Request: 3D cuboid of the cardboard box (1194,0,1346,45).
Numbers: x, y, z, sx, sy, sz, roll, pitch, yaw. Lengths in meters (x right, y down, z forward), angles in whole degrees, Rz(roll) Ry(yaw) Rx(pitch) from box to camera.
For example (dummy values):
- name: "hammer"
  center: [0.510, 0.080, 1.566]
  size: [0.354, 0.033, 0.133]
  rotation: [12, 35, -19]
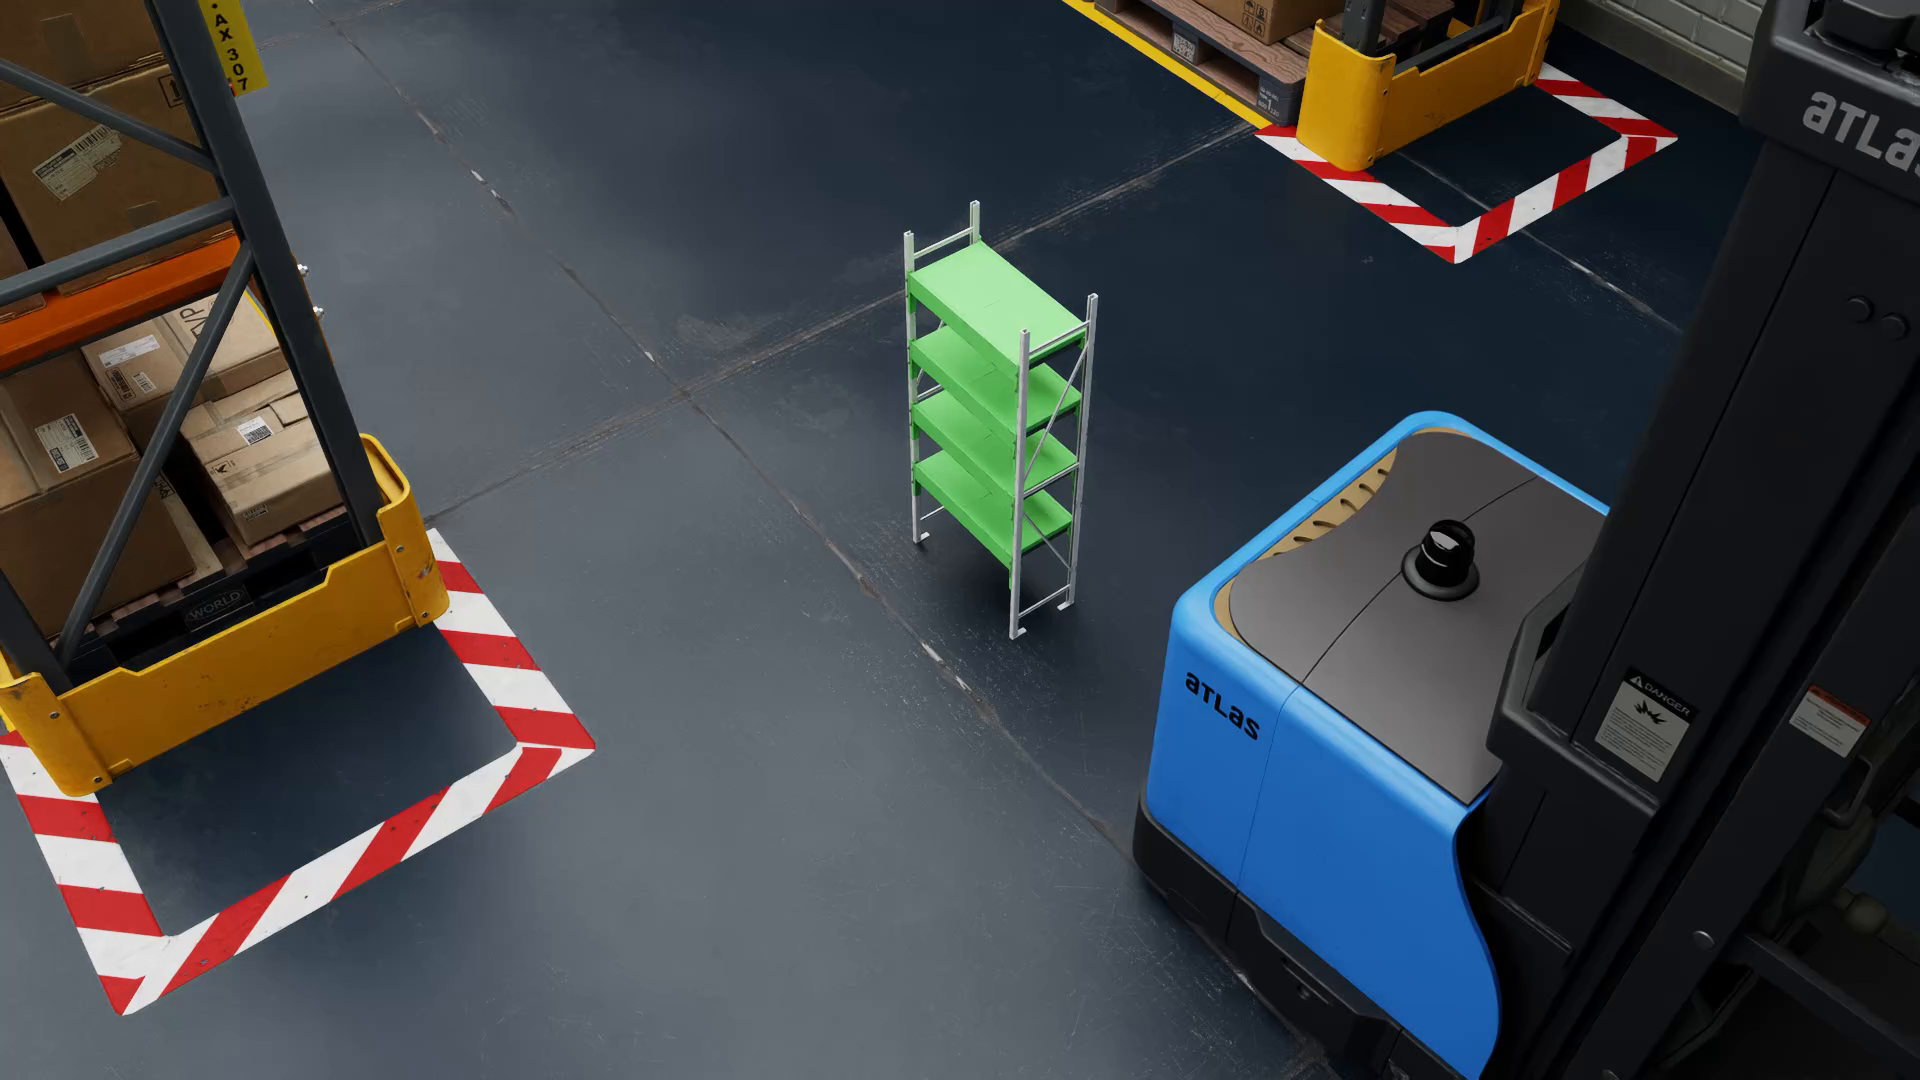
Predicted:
- name: "cardboard box"
  center: [1.383, -2.488, 6.884]
  size: [0.700, 0.500, 0.500]
  rotation: [-29, 54, -24]

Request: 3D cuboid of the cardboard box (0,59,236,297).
- name: "cardboard box"
  center: [-2.113, -1.007, 4.071]
  size: [0.500, 0.500, 0.500]
  rotation: [-28, 54, -23]

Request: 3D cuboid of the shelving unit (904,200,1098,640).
- name: "shelving unit"
  center: [0.100, -0.305, 4.717]
  size: [0.258, 1.200, 0.503]
  rotation: [-29, 54, -24]

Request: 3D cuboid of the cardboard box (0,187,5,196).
- name: "cardboard box"
  center: [-2.429, -1.309, 4.345]
  size: [0.500, 0.500, 0.500]
  rotation: [-30, 54, -24]

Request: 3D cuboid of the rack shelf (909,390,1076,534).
- name: "rack shelf"
  center: [0.100, -0.262, 4.764]
  size: [0.258, 0.148, 0.480]
  rotation: [-29, 54, -24]

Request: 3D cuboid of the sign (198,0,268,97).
- name: "sign"
  center: [-1.622, -1.128, 3.664]
  size: [0.100, 0.325, 0.005]
  rotation: [-29, 54, -24]

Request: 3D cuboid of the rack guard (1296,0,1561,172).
- name: "rack guard"
  center: [1.901, -1.965, 6.694]
  size: [1.175, 0.500, 0.348]
  rotation: [-29, 54, -24]

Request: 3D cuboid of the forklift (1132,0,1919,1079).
- name: "forklift"
  center: [1.835, 0.429, 2.883]
  size: [1.130, 2.935, 3.031]
  rotation: [-35, 57, -28]

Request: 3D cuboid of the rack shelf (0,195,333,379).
- name: "rack shelf"
  center: [-3.265, -1.532, 5.099]
  size: [1.077, 0.370, 4.000]
  rotation: [-29, 54, -24]

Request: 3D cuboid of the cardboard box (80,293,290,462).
- name: "cardboard box"
  center: [-2.460, -0.561, 5.293]
  size: [0.500, 0.250, 0.500]
  rotation: [-29, 54, -24]

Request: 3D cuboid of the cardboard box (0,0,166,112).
- name: "cardboard box"
  center: [-2.113, -1.343, 3.701]
  size: [0.500, 0.500, 0.500]
  rotation: [-28, 54, -23]

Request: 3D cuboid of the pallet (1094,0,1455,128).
- name: "pallet"
  center: [1.340, -2.318, 7.209]
  size: [1.003, 0.211, 1.213]
  rotation: [-29, 54, -24]

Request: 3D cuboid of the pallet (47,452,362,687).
- name: "pallet"
  center: [-2.583, -0.172, 5.263]
  size: [1.003, 0.211, 1.213]
  rotation: [-29, 54, -24]

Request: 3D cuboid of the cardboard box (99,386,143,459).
- name: "cardboard box"
  center: [-2.753, -0.279, 5.094]
  size: [0.380, 0.166, 0.250]
  rotation: [-29, 54, -24]

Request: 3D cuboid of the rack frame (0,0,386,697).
- name: "rack frame"
  center: [-2.054, -0.594, 3.764]
  size: [1.000, 3.000, 0.127]
  rotation: [-29, 54, -24]

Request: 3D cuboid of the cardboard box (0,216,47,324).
- name: "cardboard box"
  center: [-2.542, -0.770, 3.856]
  size: [0.500, 0.500, 0.500]
  rotation: [-28, 54, -23]

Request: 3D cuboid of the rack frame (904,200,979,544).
- name: "rack frame"
  center: [-0.048, -0.449, 4.847]
  size: [0.240, 1.200, 0.015]
  rotation: [-29, 54, -24]

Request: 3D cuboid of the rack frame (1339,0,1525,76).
- name: "rack frame"
  center: [1.886, -2.818, 5.780]
  size: [1.000, 3.000, 0.127]
  rotation: [-29, 54, -24]

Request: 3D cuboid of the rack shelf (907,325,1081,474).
- name: "rack shelf"
  center: [0.100, -0.424, 4.587]
  size: [0.258, 0.148, 0.480]
  rotation: [-29, 54, -24]

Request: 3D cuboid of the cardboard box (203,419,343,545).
- name: "cardboard box"
  center: [-2.034, -0.185, 5.021]
  size: [0.380, 0.149, 0.250]
  rotation: [-29, 54, -24]

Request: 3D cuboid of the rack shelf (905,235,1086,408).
- name: "rack shelf"
  center: [0.100, -0.585, 4.409]
  size: [0.258, 0.148, 0.480]
  rotation: [-29, 54, -24]

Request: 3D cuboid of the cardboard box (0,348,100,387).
- name: "cardboard box"
  center: [-3.130, -0.602, 5.330]
  size: [0.500, 0.250, 0.500]
  rotation: [-29, 54, -24]

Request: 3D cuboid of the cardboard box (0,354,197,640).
- name: "cardboard box"
  center: [-2.579, -0.112, 4.717]
  size: [0.500, 0.500, 0.500]
  rotation: [-29, 54, -24]

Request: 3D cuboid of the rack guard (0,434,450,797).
- name: "rack guard"
  center: [-2.100, 0.201, 4.731]
  size: [1.175, 0.500, 0.348]
  rotation: [-29, 54, -24]

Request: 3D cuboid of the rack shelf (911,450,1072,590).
- name: "rack shelf"
  center: [0.100, -0.101, 4.942]
  size: [0.258, 0.148, 0.480]
  rotation: [-29, 54, -24]

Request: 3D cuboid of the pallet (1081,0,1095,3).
- name: "pallet"
  center: [0.606, -3.037, 7.861]
  size: [1.003, 0.211, 1.213]
  rotation: [-29, 54, -24]

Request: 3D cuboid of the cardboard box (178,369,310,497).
- name: "cardboard box"
  center: [-2.185, -0.339, 5.148]
  size: [0.380, 0.166, 0.250]
  rotation: [-29, 54, -24]

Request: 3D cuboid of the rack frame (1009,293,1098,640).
- name: "rack frame"
  center: [0.248, -0.162, 4.587]
  size: [0.240, 1.200, 0.015]
  rotation: [-29, 54, -24]
